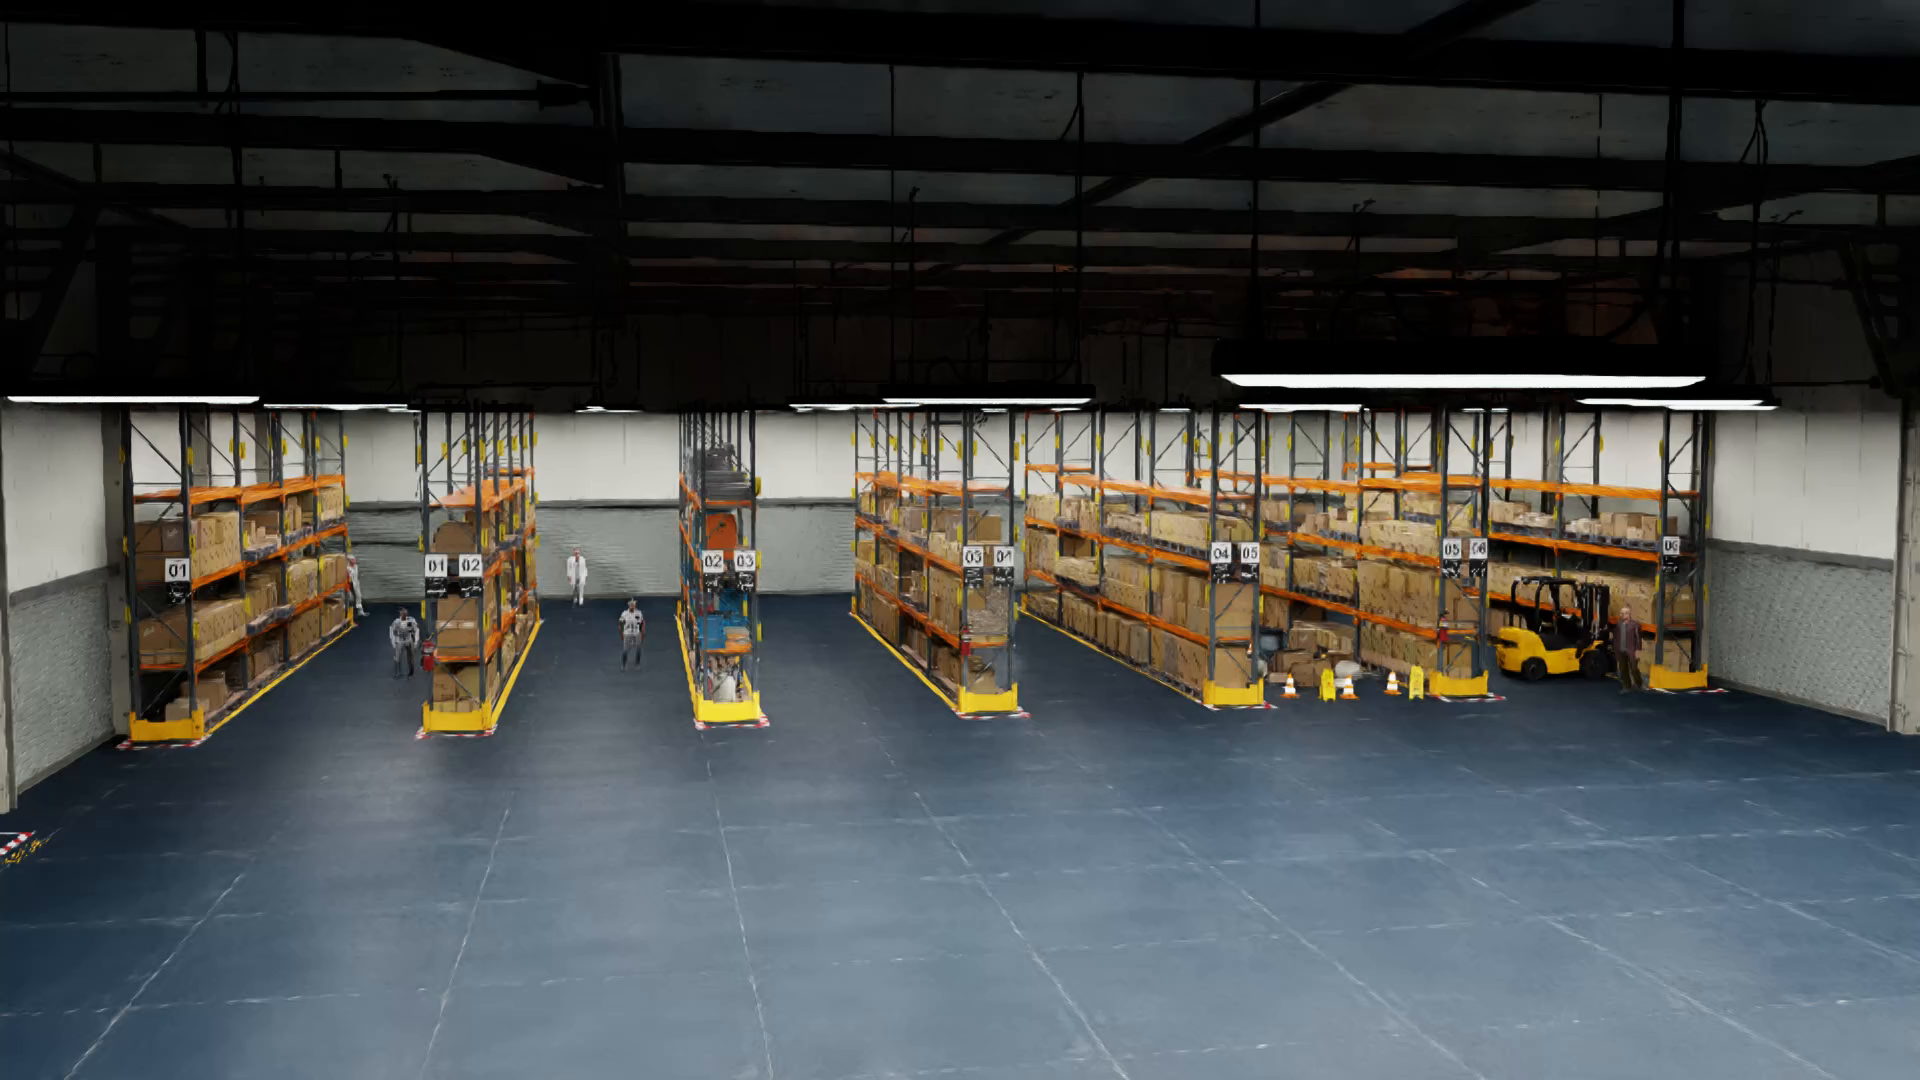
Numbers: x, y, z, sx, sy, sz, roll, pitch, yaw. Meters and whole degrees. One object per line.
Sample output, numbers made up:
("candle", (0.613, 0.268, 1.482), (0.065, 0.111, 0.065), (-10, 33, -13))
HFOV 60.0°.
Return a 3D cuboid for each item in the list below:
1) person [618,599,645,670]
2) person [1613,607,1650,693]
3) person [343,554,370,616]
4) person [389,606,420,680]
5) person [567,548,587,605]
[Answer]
("person", (-7.340, 2.110, 37.209), (0.592, 1.629, 0.526), (-1, 4, -13))
("person", (13.752, 2.253, 34.100), (0.526, 1.770, 0.750), (-4, 6, -43))
("person", (-17.165, 1.272, 47.023), (0.533, 1.784, 0.711), (2, 5, 27))
("person", (-11.973, 2.211, 35.851), (0.639, 1.632, 0.512), (-1, 4, -13))
("person", (-11.527, 1.082, 50.040), (0.598, 1.698, 1.194), (-1, 4, -9))
